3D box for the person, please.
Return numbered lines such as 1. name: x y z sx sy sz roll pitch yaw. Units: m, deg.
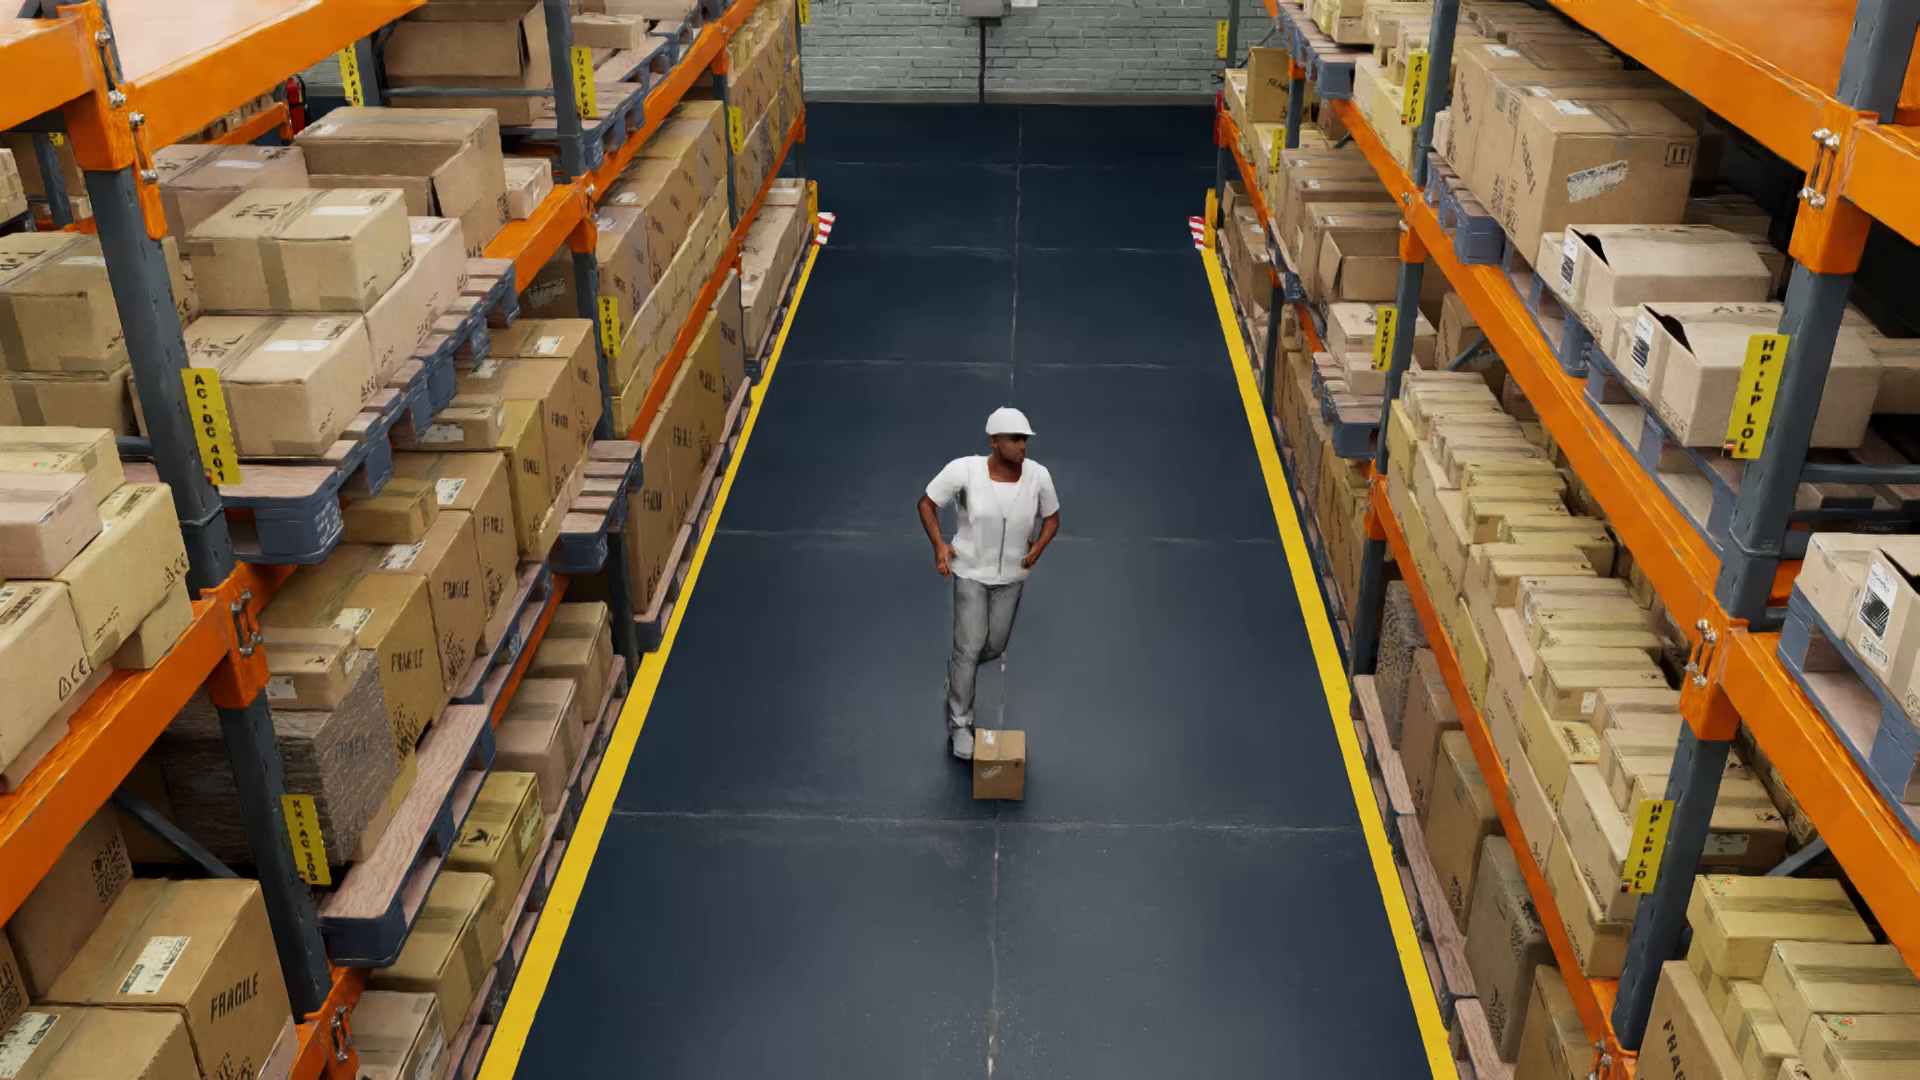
1. person: 0.197 0.173 8.502 0.720 1.721 0.767 -8 29 -14
